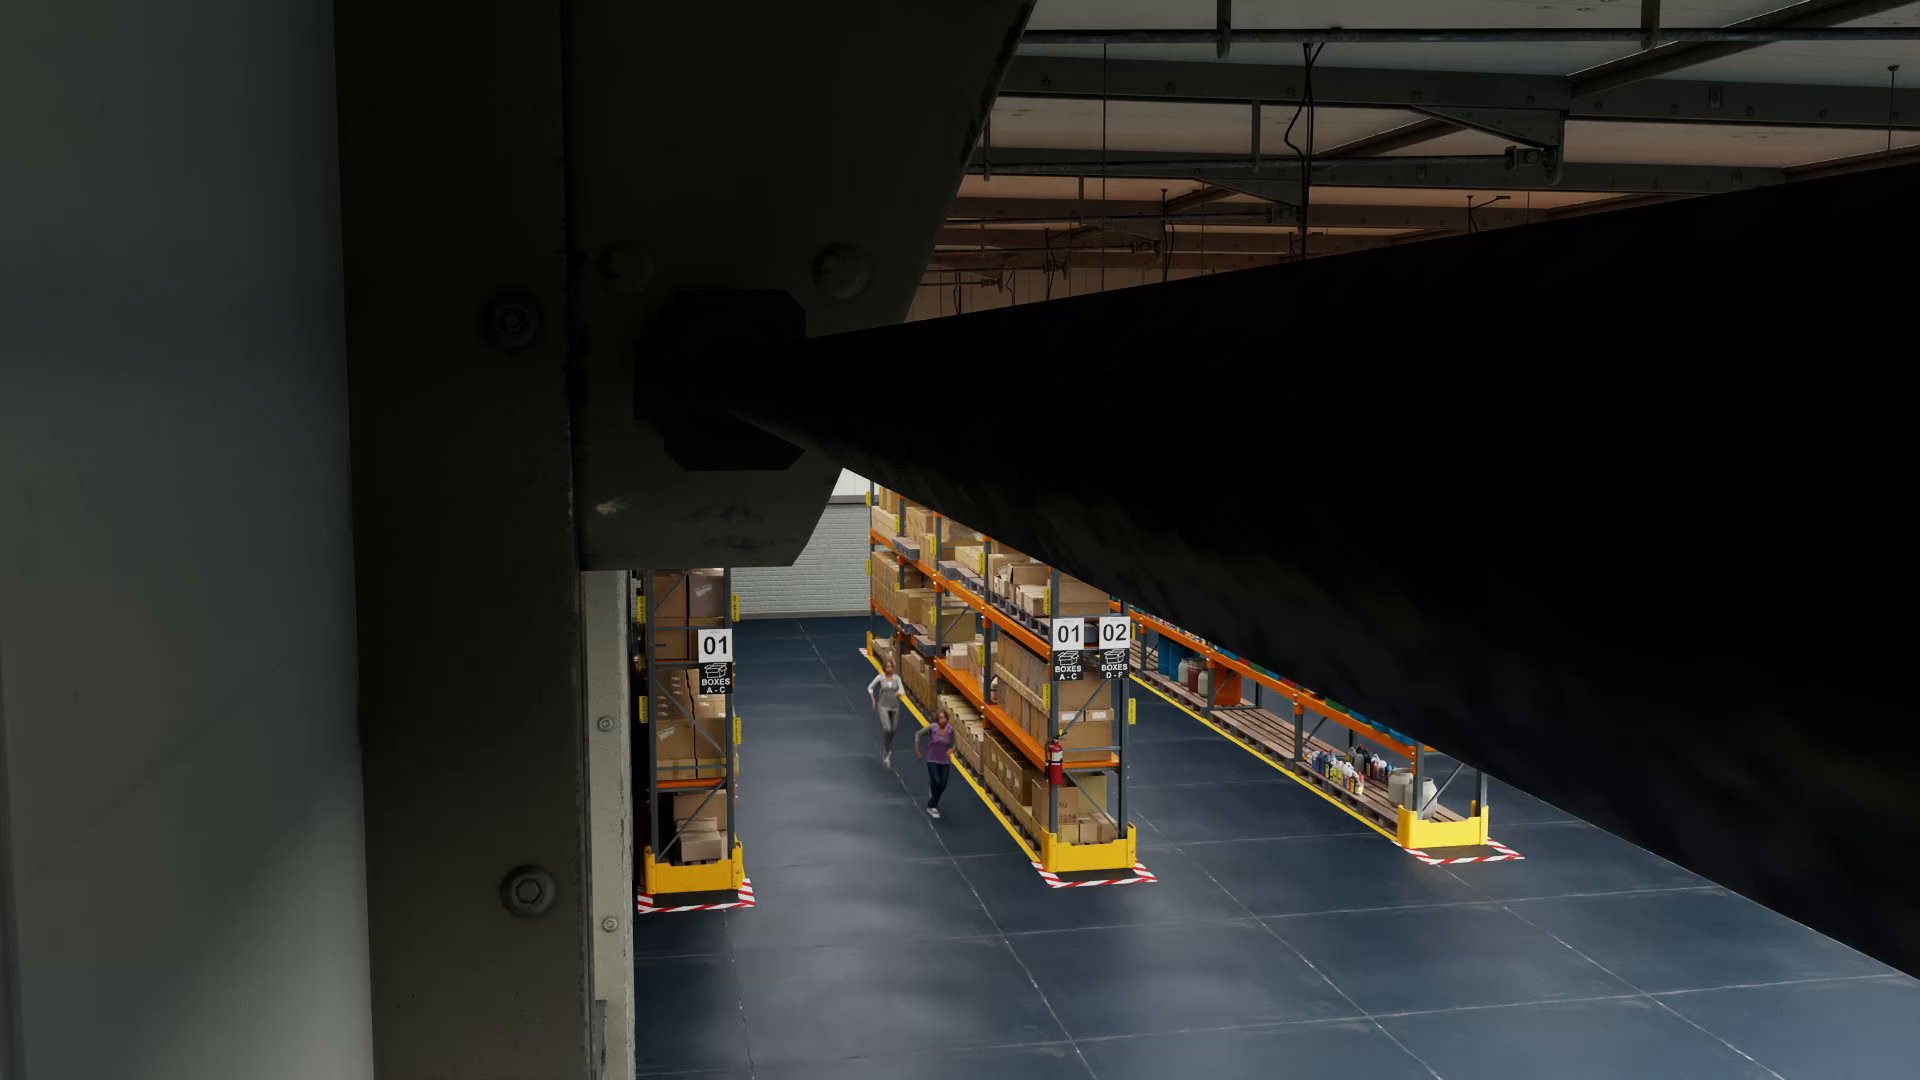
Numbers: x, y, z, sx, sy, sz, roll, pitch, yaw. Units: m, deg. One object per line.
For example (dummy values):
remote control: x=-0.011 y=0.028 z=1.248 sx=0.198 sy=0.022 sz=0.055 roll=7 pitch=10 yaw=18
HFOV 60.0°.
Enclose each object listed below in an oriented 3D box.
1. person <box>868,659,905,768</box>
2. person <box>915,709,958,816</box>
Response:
person: x=-1.120 y=2.674 z=25.835 sx=0.505 sy=1.642 sz=0.708 roll=-2 pitch=6 yaw=-22
person: x=-0.308 y=3.147 z=23.283 sx=0.571 sy=1.524 sz=0.622 roll=-2 pitch=6 yaw=-14
